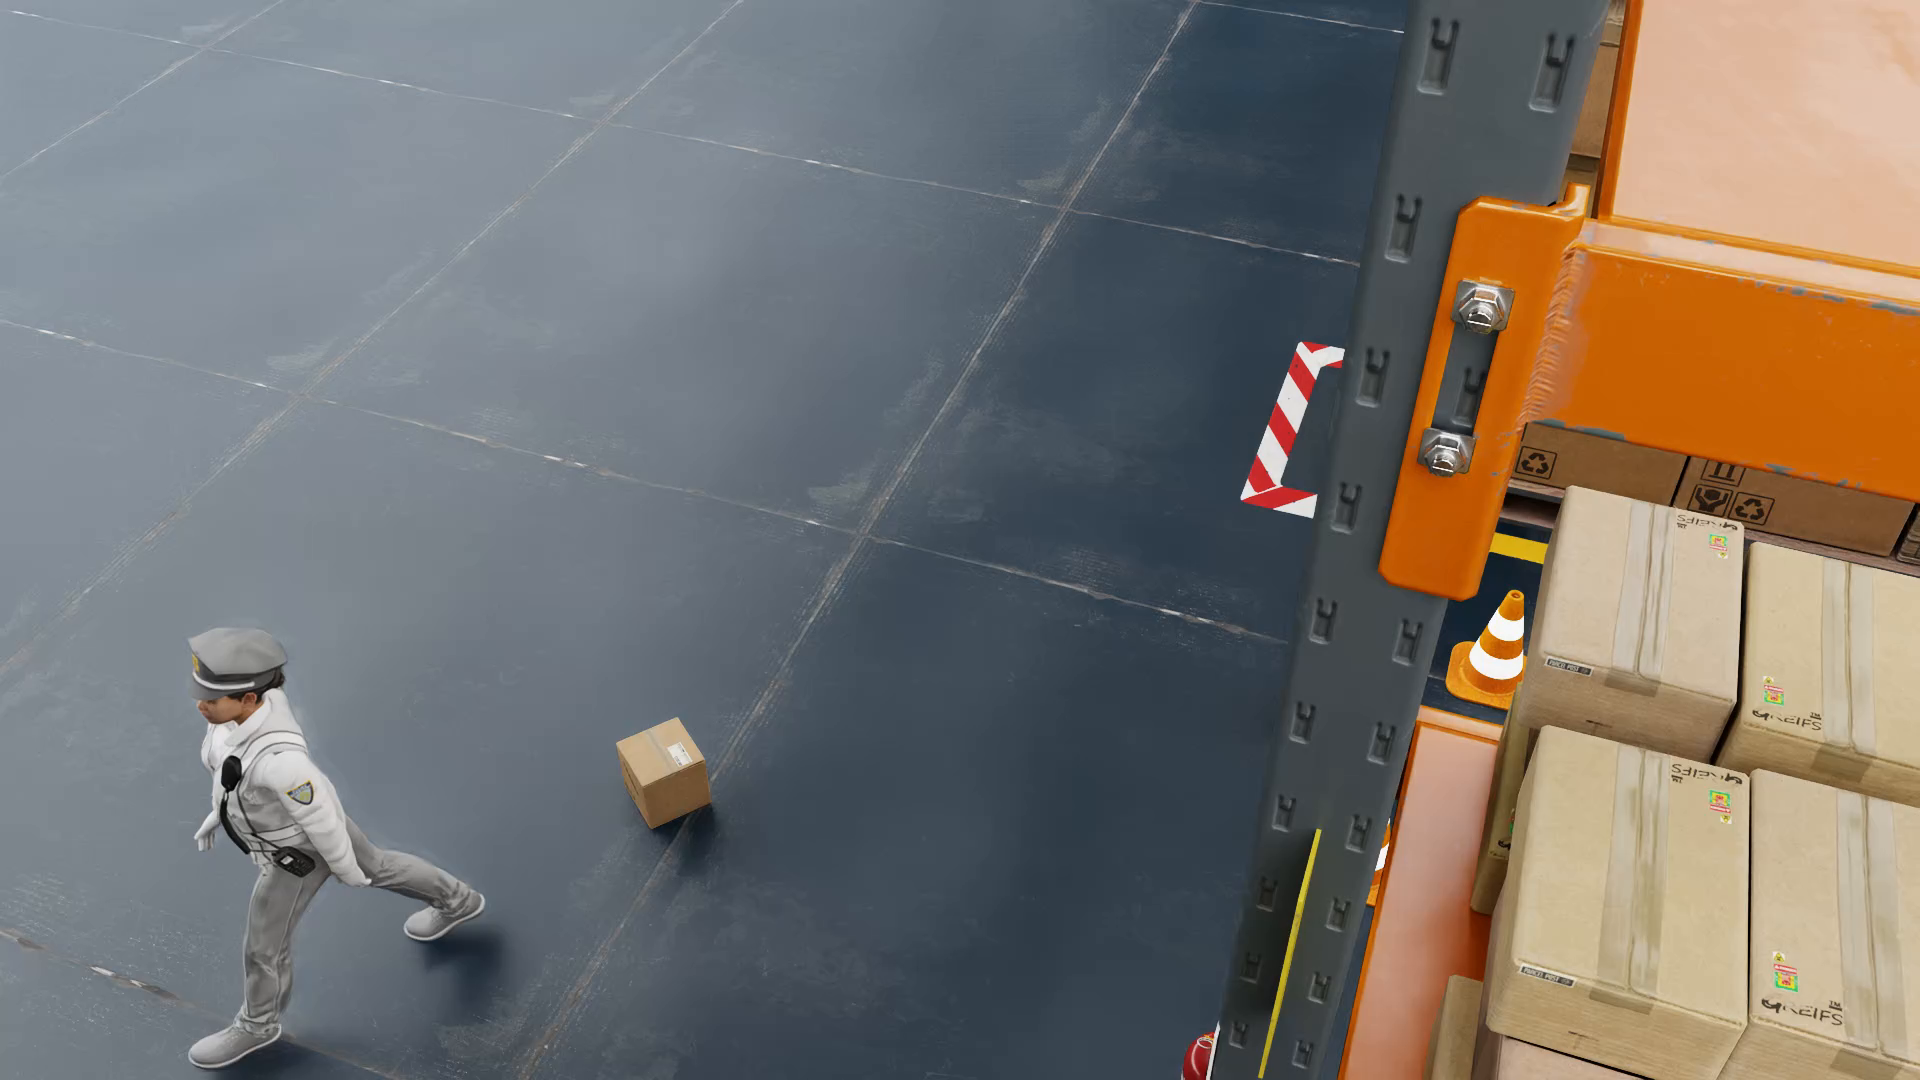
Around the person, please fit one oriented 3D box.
[{"bbox_3d":[-2.093,0.897,5.121,1.025,1.628,0.493,-20,45,-21],"label":"person"}]
